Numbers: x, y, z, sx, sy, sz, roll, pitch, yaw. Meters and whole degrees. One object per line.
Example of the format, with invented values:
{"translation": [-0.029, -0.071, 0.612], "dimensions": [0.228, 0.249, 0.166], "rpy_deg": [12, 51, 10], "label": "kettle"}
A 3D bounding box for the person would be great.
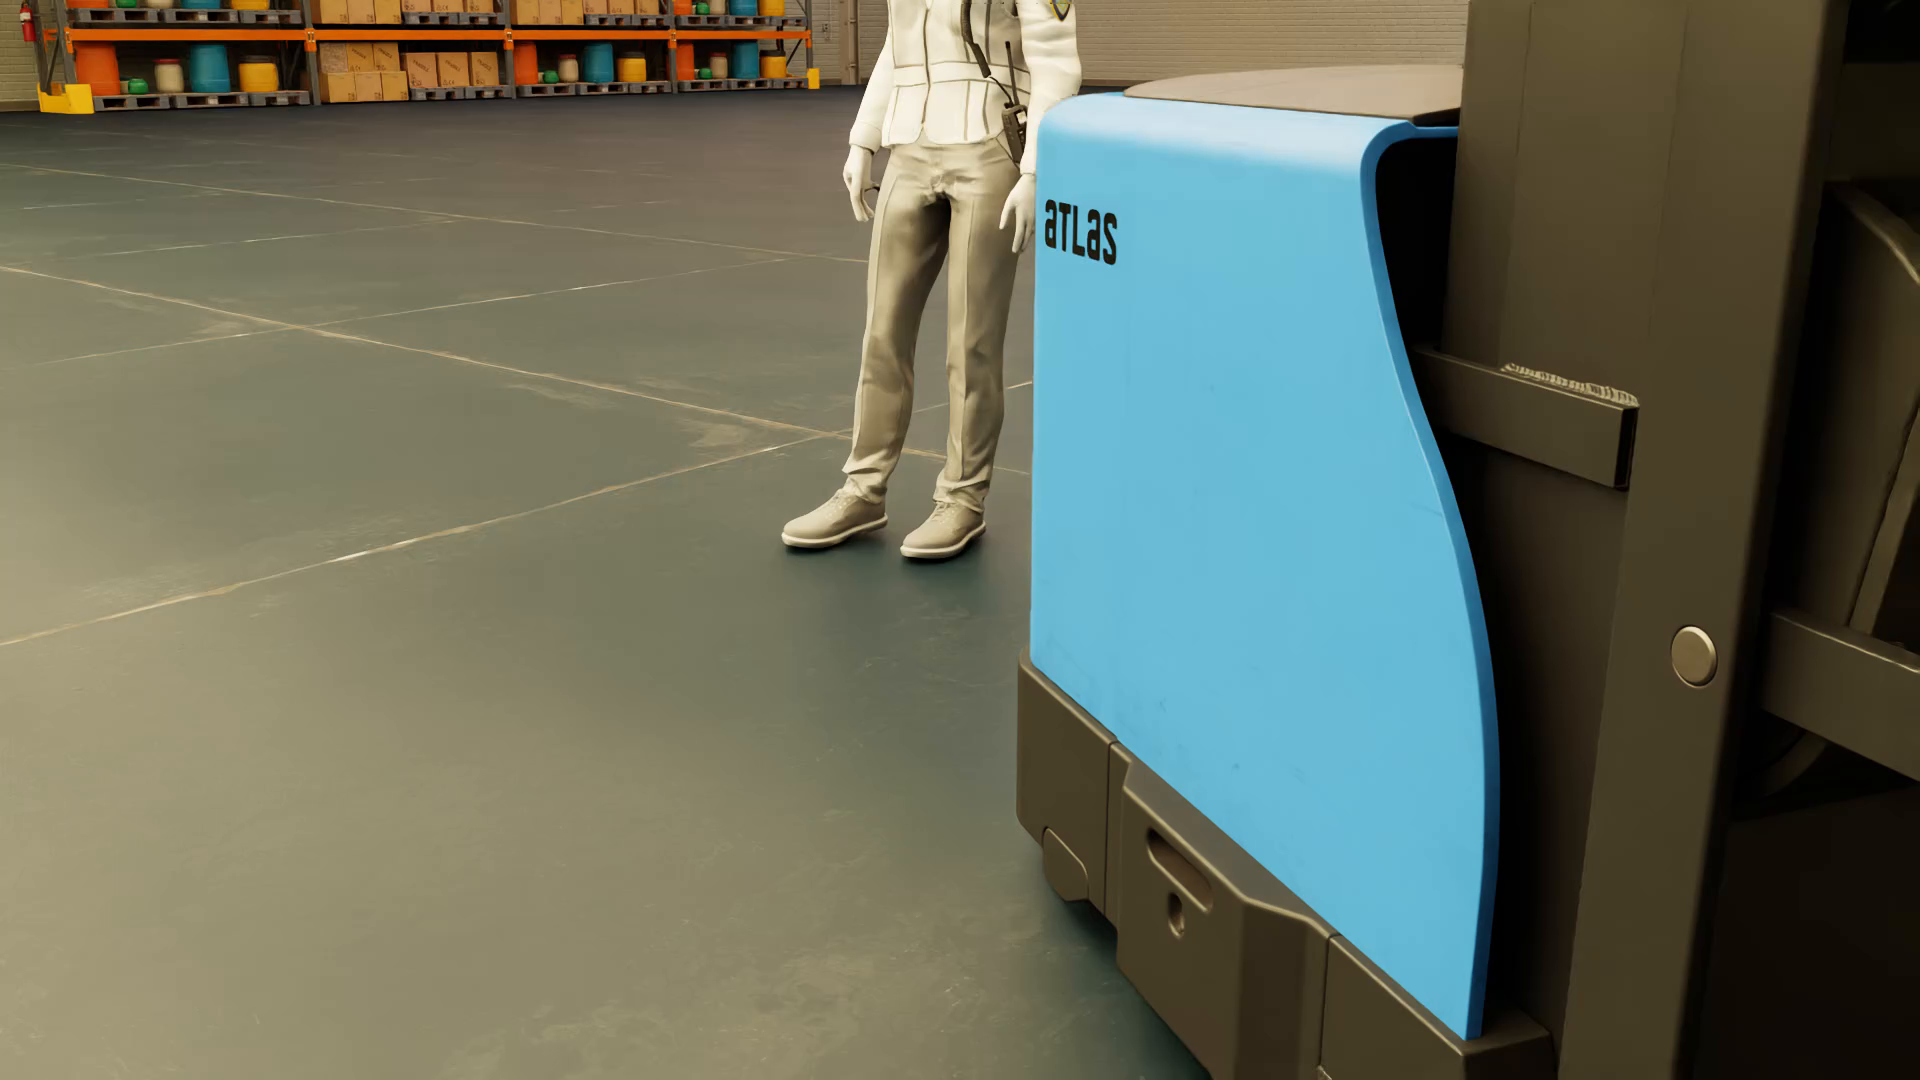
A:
{"translation": [-0.048, -0.804, 3.648], "dimensions": [0.588, 1.696, 0.533], "rpy_deg": [13, 21, 37], "label": "person"}

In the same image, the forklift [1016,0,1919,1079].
{"translation": [1.075, -0.599, 0.869], "dimensions": [1.130, 2.935, 3.031], "rpy_deg": [-6, 18, -20], "label": "forklift"}
